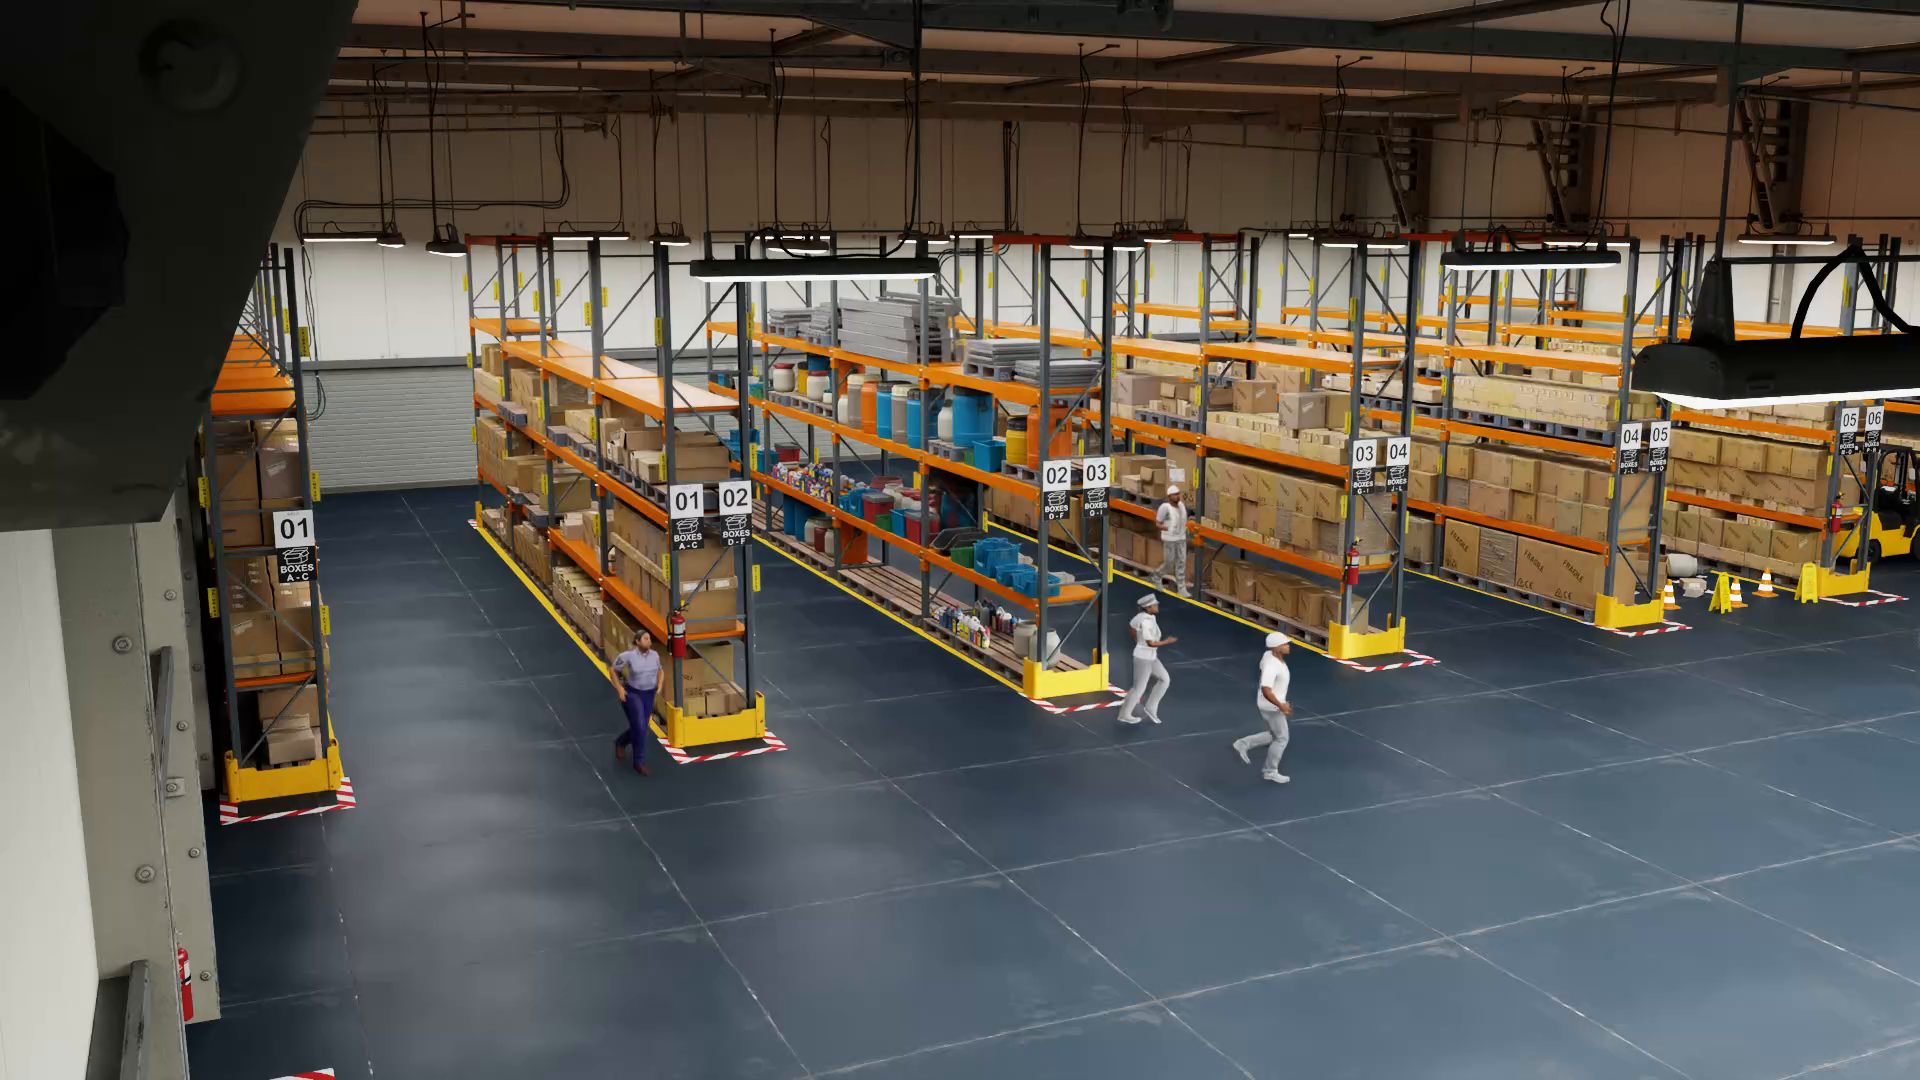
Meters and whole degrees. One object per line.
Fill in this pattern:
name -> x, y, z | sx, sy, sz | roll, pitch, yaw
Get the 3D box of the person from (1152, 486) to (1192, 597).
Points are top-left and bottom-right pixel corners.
person -> 3.475, 0.012, 26.821 | 0.682, 1.779, 0.817 | -8, 13, -34

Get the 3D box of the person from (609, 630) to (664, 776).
person -> -3.738, 1.852, 19.395 | 0.780, 1.646, 0.626 | 10, 15, 41

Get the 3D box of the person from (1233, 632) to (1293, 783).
person -> 3.447, 1.883, 18.906 | 0.656, 1.748, 0.704 | 1, 11, 8

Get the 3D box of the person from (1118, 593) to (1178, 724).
person -> 2.377, 1.509, 20.960 | 0.714, 1.723, 0.584 | 2, 11, 10
